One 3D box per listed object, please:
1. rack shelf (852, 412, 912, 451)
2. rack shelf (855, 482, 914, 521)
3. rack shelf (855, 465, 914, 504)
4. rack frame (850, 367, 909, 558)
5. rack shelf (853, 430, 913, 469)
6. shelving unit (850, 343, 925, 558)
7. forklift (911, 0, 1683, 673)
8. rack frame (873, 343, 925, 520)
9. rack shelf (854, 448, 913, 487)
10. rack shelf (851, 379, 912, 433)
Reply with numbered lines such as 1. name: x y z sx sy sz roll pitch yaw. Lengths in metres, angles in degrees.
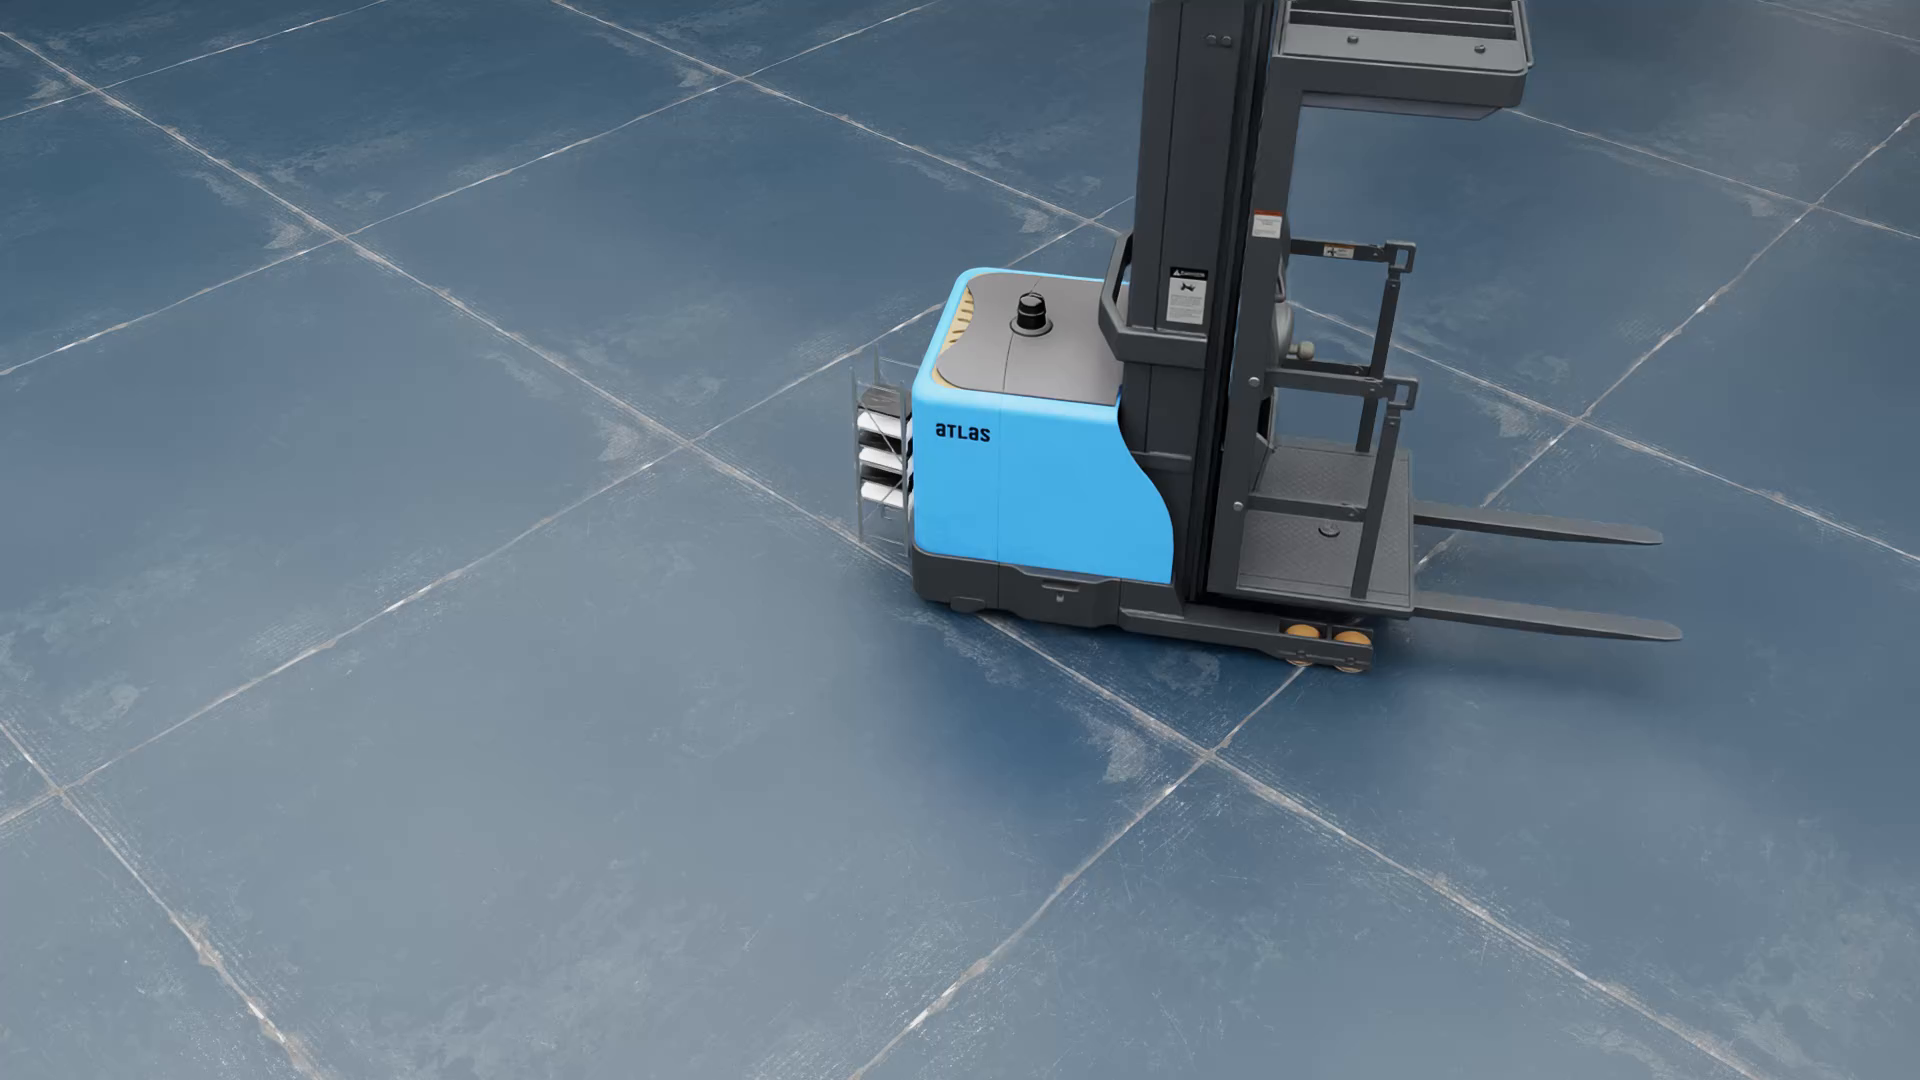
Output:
1. rack shelf: -0.287 -0.480 6.894 0.258 0.077 0.200 16 41 19
2. rack shelf: -0.286 -0.199 7.119 0.258 0.077 0.200 16 41 19
3. rack shelf: -0.287 -0.269 7.063 0.258 0.077 0.200 16 41 19
4. rack frame: -0.329 -0.308 6.913 0.240 0.900 0.006 16 41 19
5. rack shelf: -0.287 -0.410 6.950 0.258 0.077 0.200 16 41 19
6. shelving unit: -0.287 -0.366 6.986 0.258 0.900 0.210 16 41 19
7. forklift: 1.373 -0.985 6.133 3.031 2.935 1.130 7 39 9
8. rack frame: -0.244 -0.423 7.058 0.240 0.900 0.006 16 41 19
9. rack shelf: -0.287 -0.340 7.007 0.258 0.077 0.200 16 41 19
10. rack shelf: -0.287 -0.551 6.838 0.258 0.077 0.200 16 41 19
